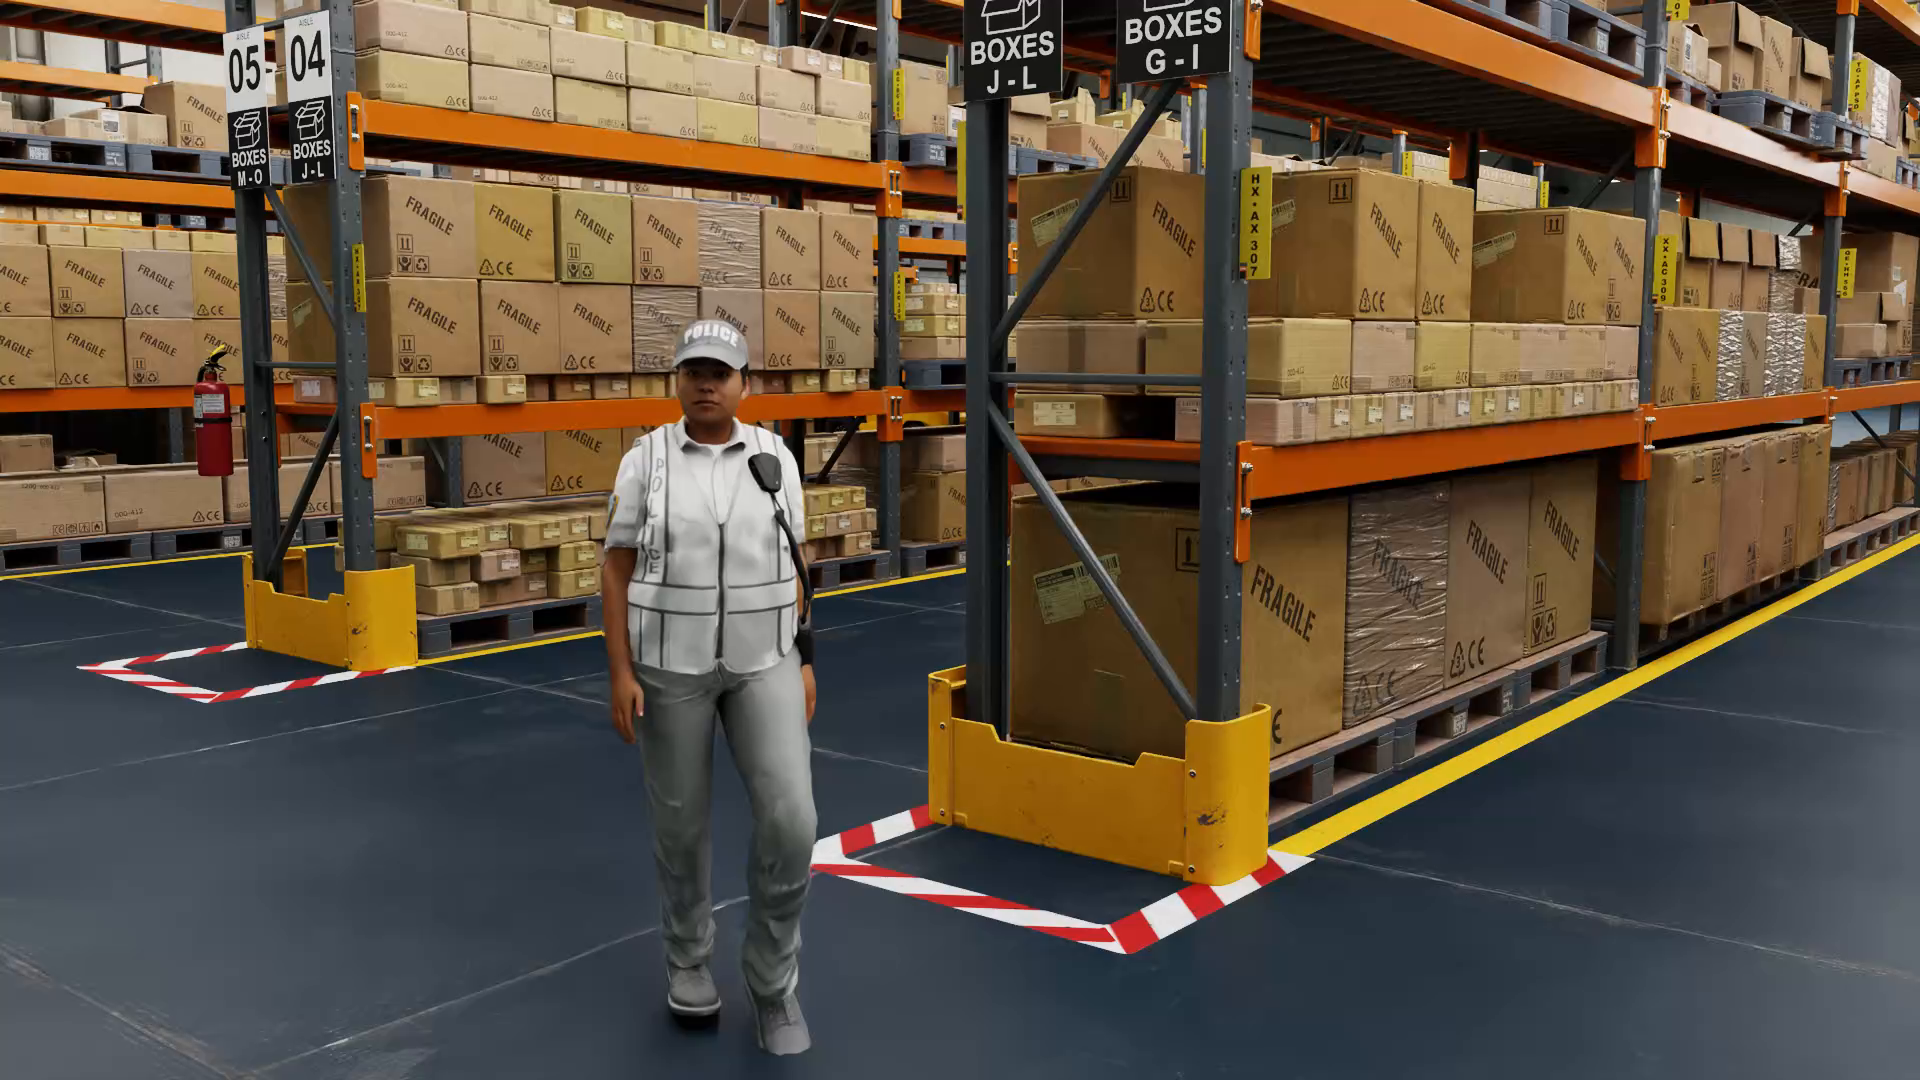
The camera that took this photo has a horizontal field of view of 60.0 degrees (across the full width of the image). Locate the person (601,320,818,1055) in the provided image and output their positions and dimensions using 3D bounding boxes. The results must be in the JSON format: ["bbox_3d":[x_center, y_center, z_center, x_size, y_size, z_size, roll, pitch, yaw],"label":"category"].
[{"bbox_3d":[-0.575,0.356,3.906,0.511,1.734,0.504,-2,7,-13],"label":"person"}]
